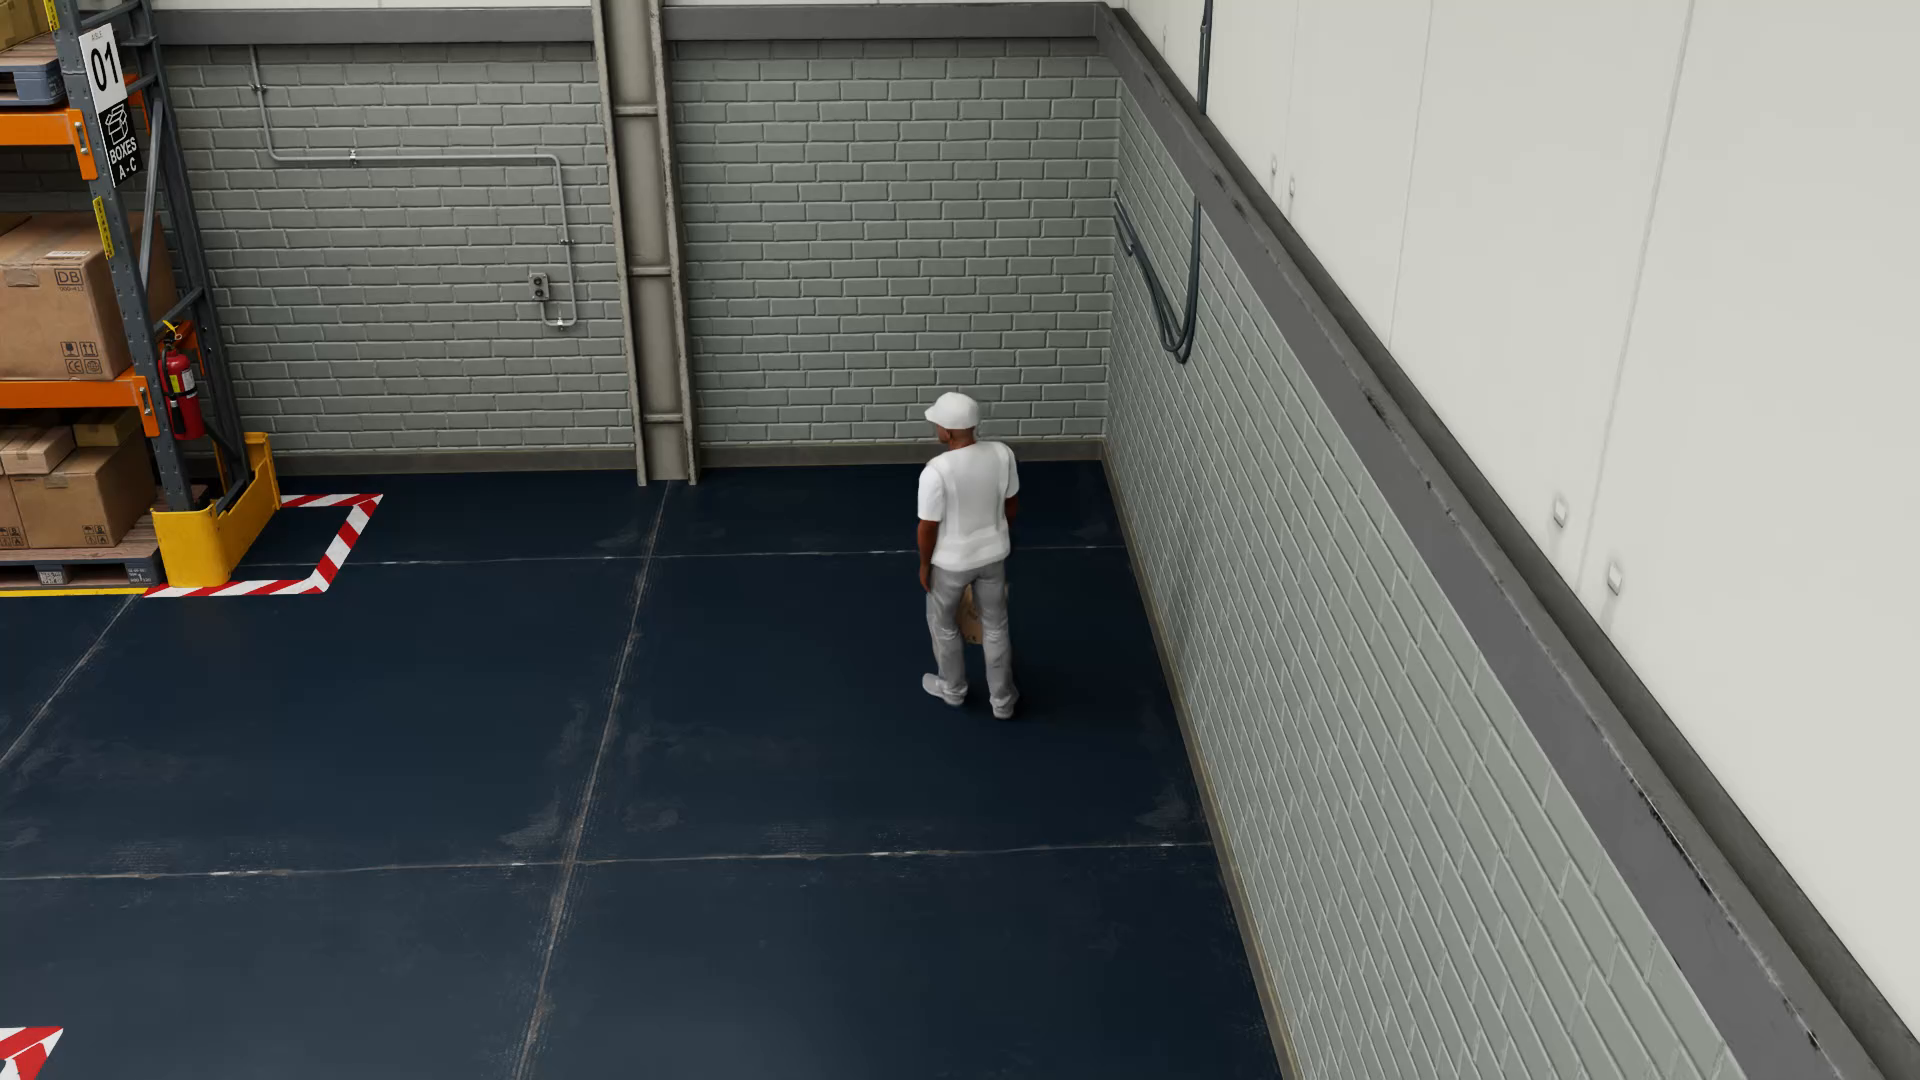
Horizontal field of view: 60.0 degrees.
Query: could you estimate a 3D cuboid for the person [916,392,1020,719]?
[{"bbox_3d":[0.033,0.081,8.443,0.577,1.760,0.558,-13,30,-24],"label":"person"}]
